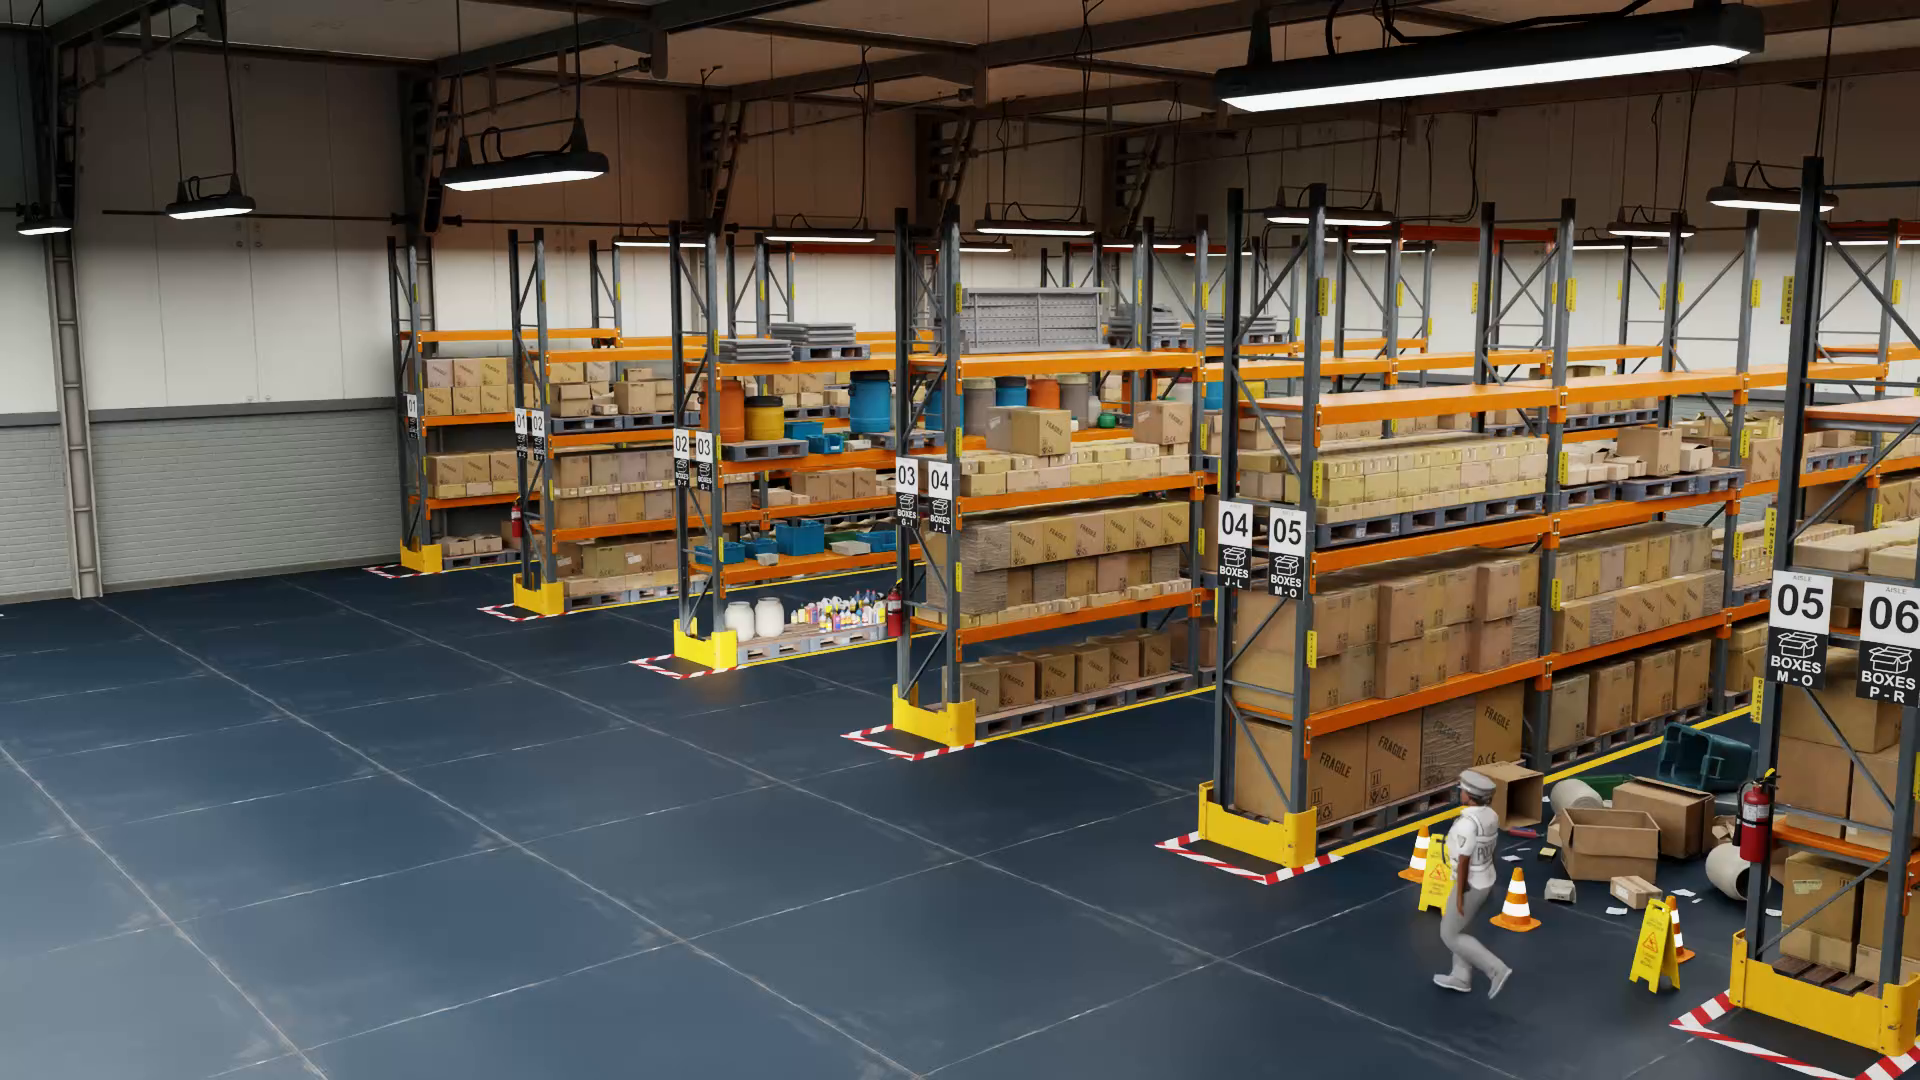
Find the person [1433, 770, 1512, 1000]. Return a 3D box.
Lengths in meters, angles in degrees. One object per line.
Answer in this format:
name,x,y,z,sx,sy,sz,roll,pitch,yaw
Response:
person,3.714,2.502,12.016,0.572,1.671,0.457,5,10,28

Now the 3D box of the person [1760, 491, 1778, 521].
person,13.978,-0.030,28.460,1.018,1.680,0.635,-8,12,-44

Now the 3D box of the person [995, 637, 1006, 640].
person,0.478,0.605,24.262,0.492,1.692,0.479,1,9,9
